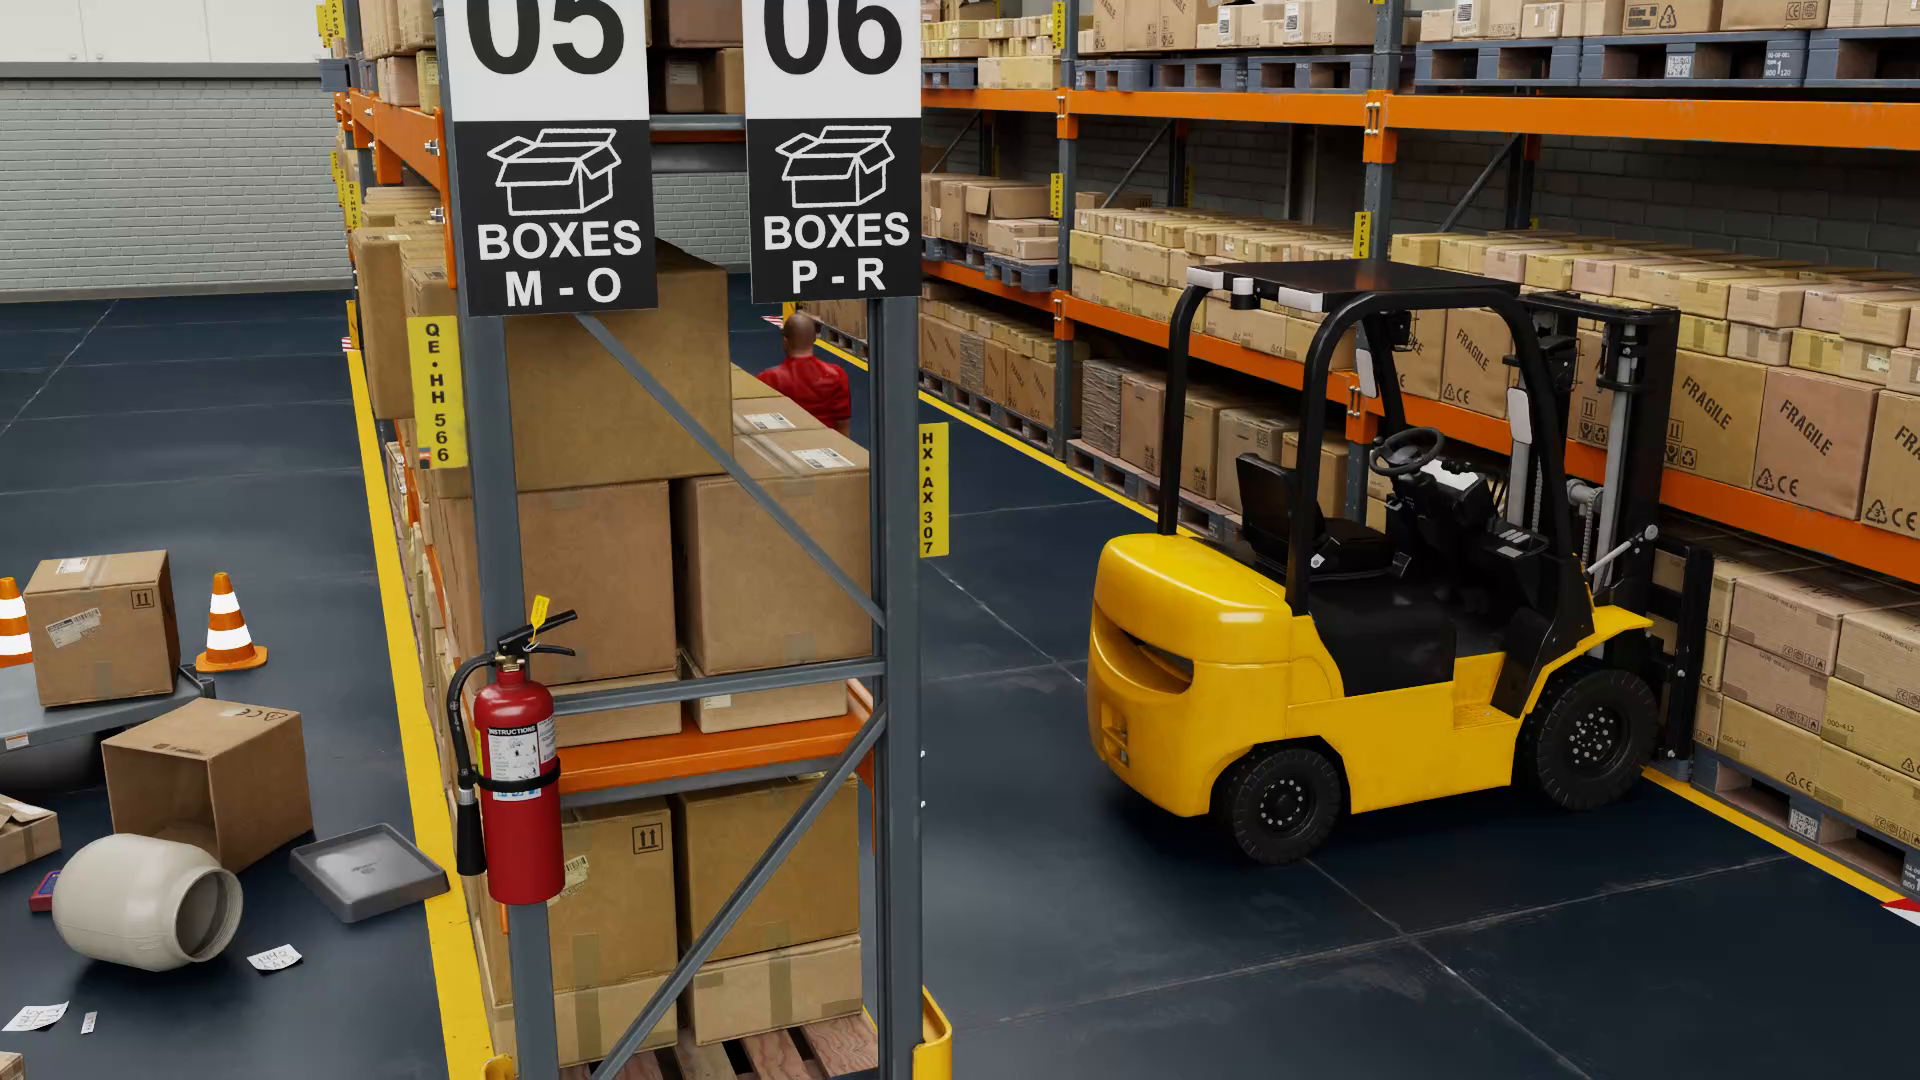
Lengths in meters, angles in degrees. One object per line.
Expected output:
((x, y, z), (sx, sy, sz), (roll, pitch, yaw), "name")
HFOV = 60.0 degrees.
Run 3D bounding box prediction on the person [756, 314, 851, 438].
((-0.840, -0.328, 8.706), (0.531, 1.728, 0.359), (-6, 16, -20), "person")
